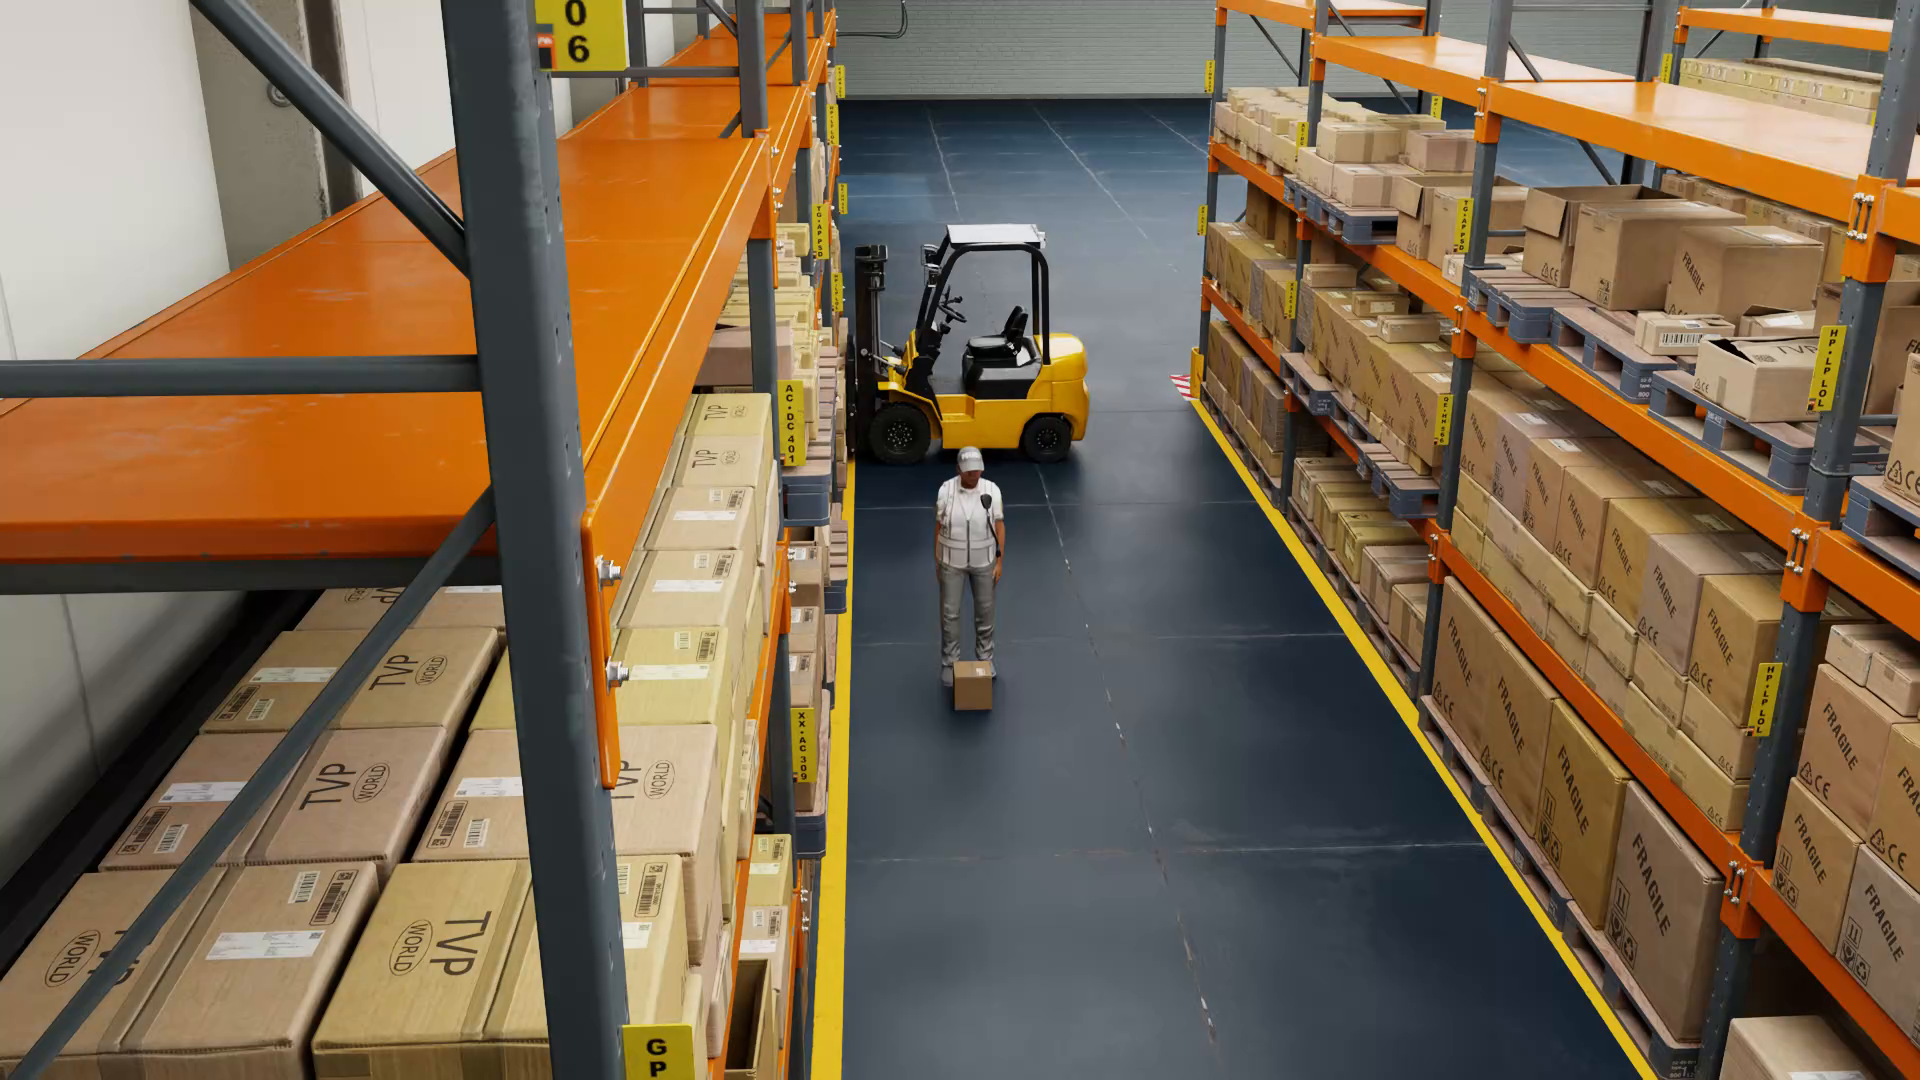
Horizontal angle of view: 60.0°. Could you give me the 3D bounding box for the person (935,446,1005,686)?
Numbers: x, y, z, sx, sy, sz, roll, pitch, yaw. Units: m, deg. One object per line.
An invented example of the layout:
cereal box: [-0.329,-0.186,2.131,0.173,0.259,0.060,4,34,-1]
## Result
person: [0.069,0.168,11.456,0.477,1.682,0.401,-1,21,-3]
